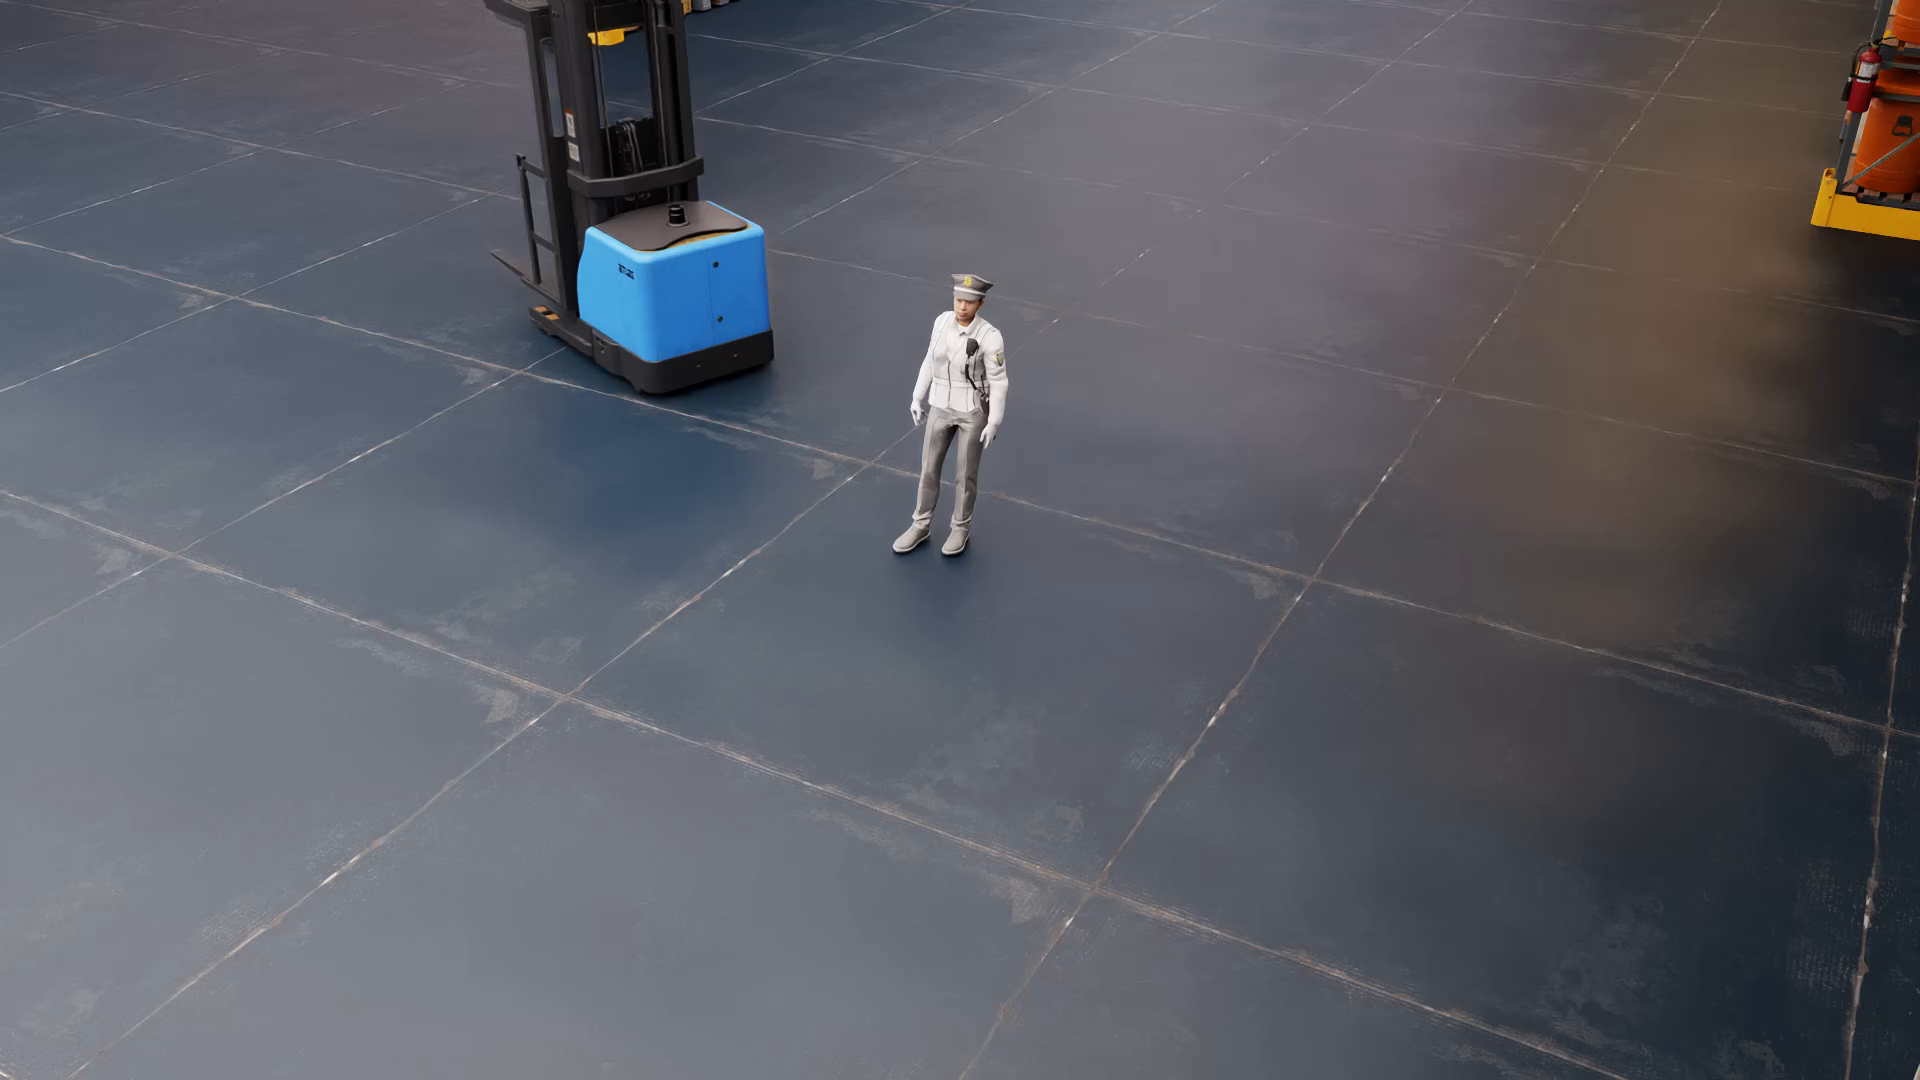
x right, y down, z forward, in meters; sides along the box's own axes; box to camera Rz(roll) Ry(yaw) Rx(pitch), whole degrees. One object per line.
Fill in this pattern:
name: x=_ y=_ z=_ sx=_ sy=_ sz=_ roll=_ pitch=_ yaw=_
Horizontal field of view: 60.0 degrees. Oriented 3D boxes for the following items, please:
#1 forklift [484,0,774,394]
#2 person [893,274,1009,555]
forklift: x=-2.665 y=-2.964 z=12.206 sx=1.130 sy=2.935 sz=3.031 roll=-21 pitch=36 yaw=-32
person: x=-0.039 y=-0.712 z=9.526 sx=0.587 sy=1.694 sz=0.530 roll=15 pitch=33 yaw=25
